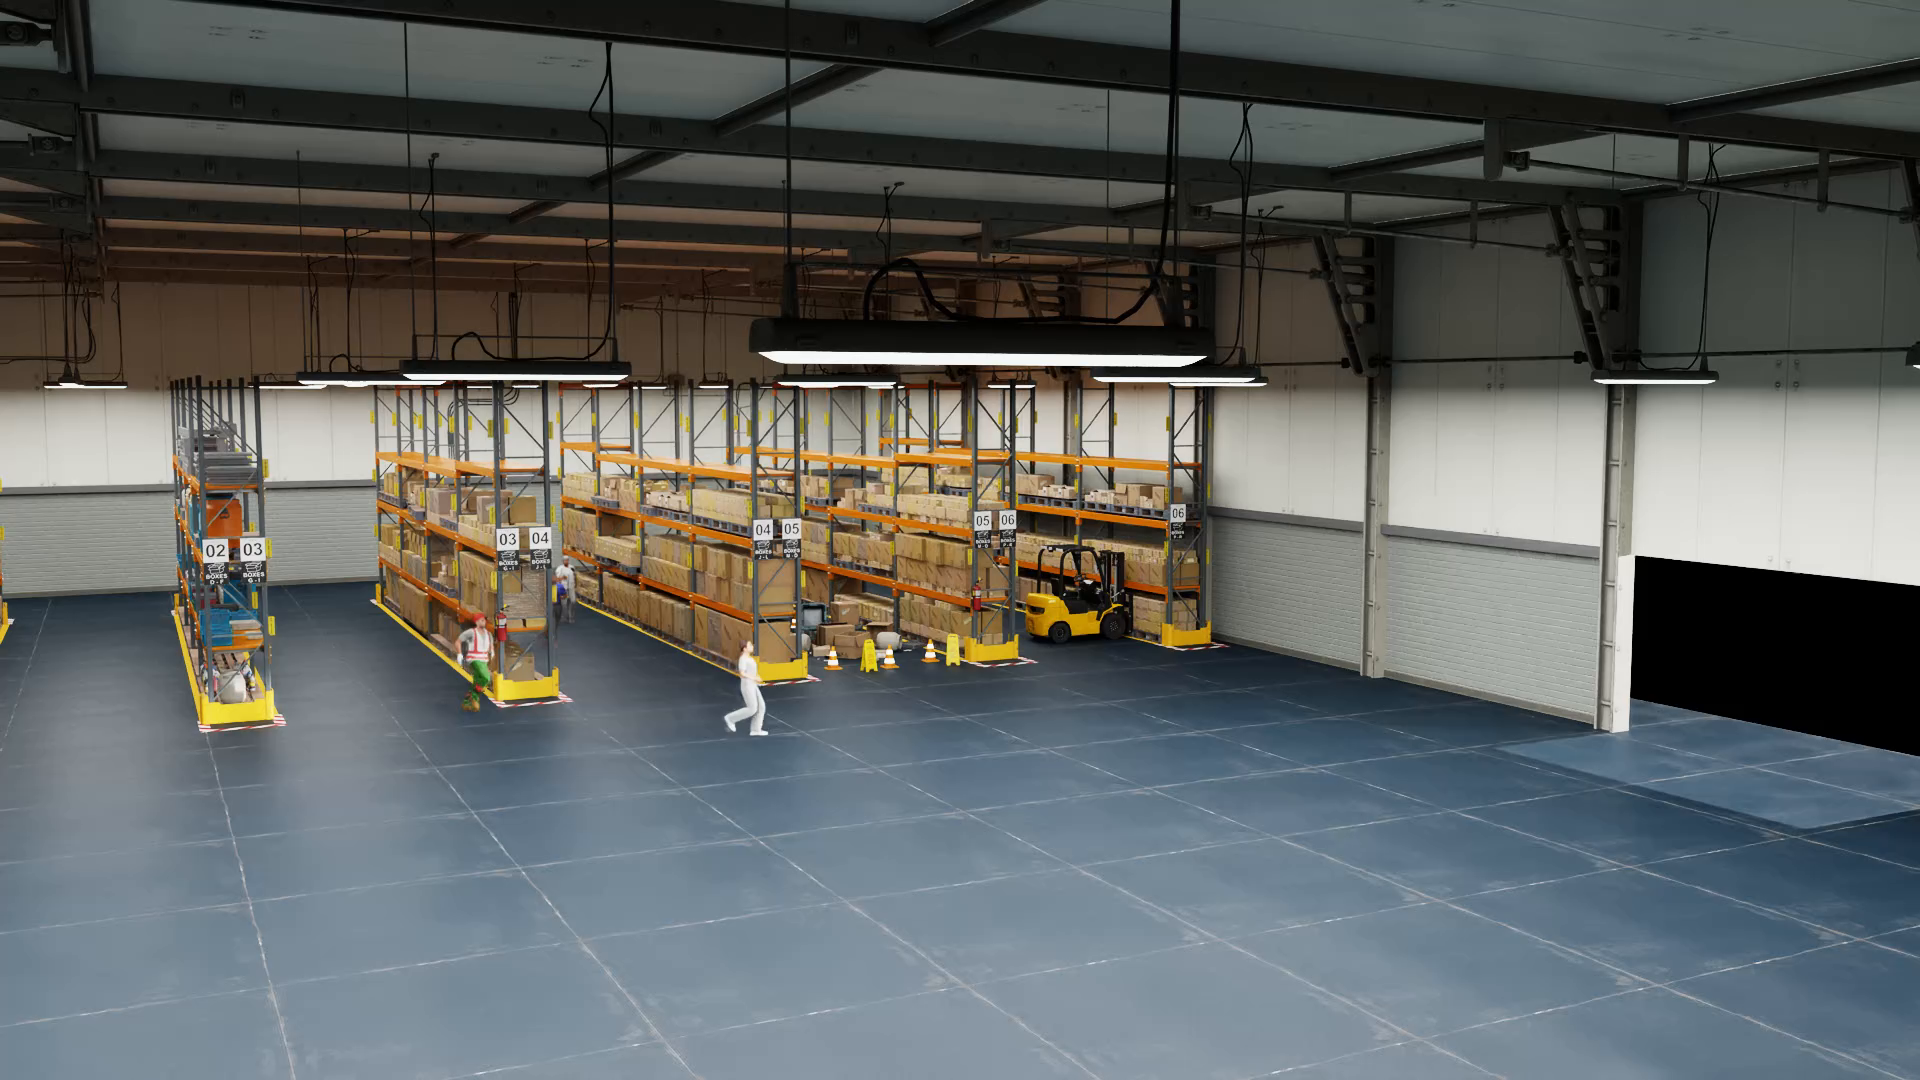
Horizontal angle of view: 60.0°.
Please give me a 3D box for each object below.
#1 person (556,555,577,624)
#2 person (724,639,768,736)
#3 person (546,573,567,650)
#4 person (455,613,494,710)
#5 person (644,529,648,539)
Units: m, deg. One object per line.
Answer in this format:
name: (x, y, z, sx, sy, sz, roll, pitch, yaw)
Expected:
person: (-9.751, 1.237, 41.264, 0.582, 1.714, 0.680, -2, 6, -25)
person: (-3.554, 2.452, 27.657, 0.718, 1.623, 0.569, 0, 5, 2)
person: (-9.109, 1.577, 37.396, 0.560, 1.693, 0.841, -3, 6, -27)
person: (-8.620, 2.186, 29.872, 0.652, 1.709, 0.694, 3, 6, 30)
person: (-8.996, 0.580, 47.566, 0.689, 1.789, 1.006, -3, 6, -31)
